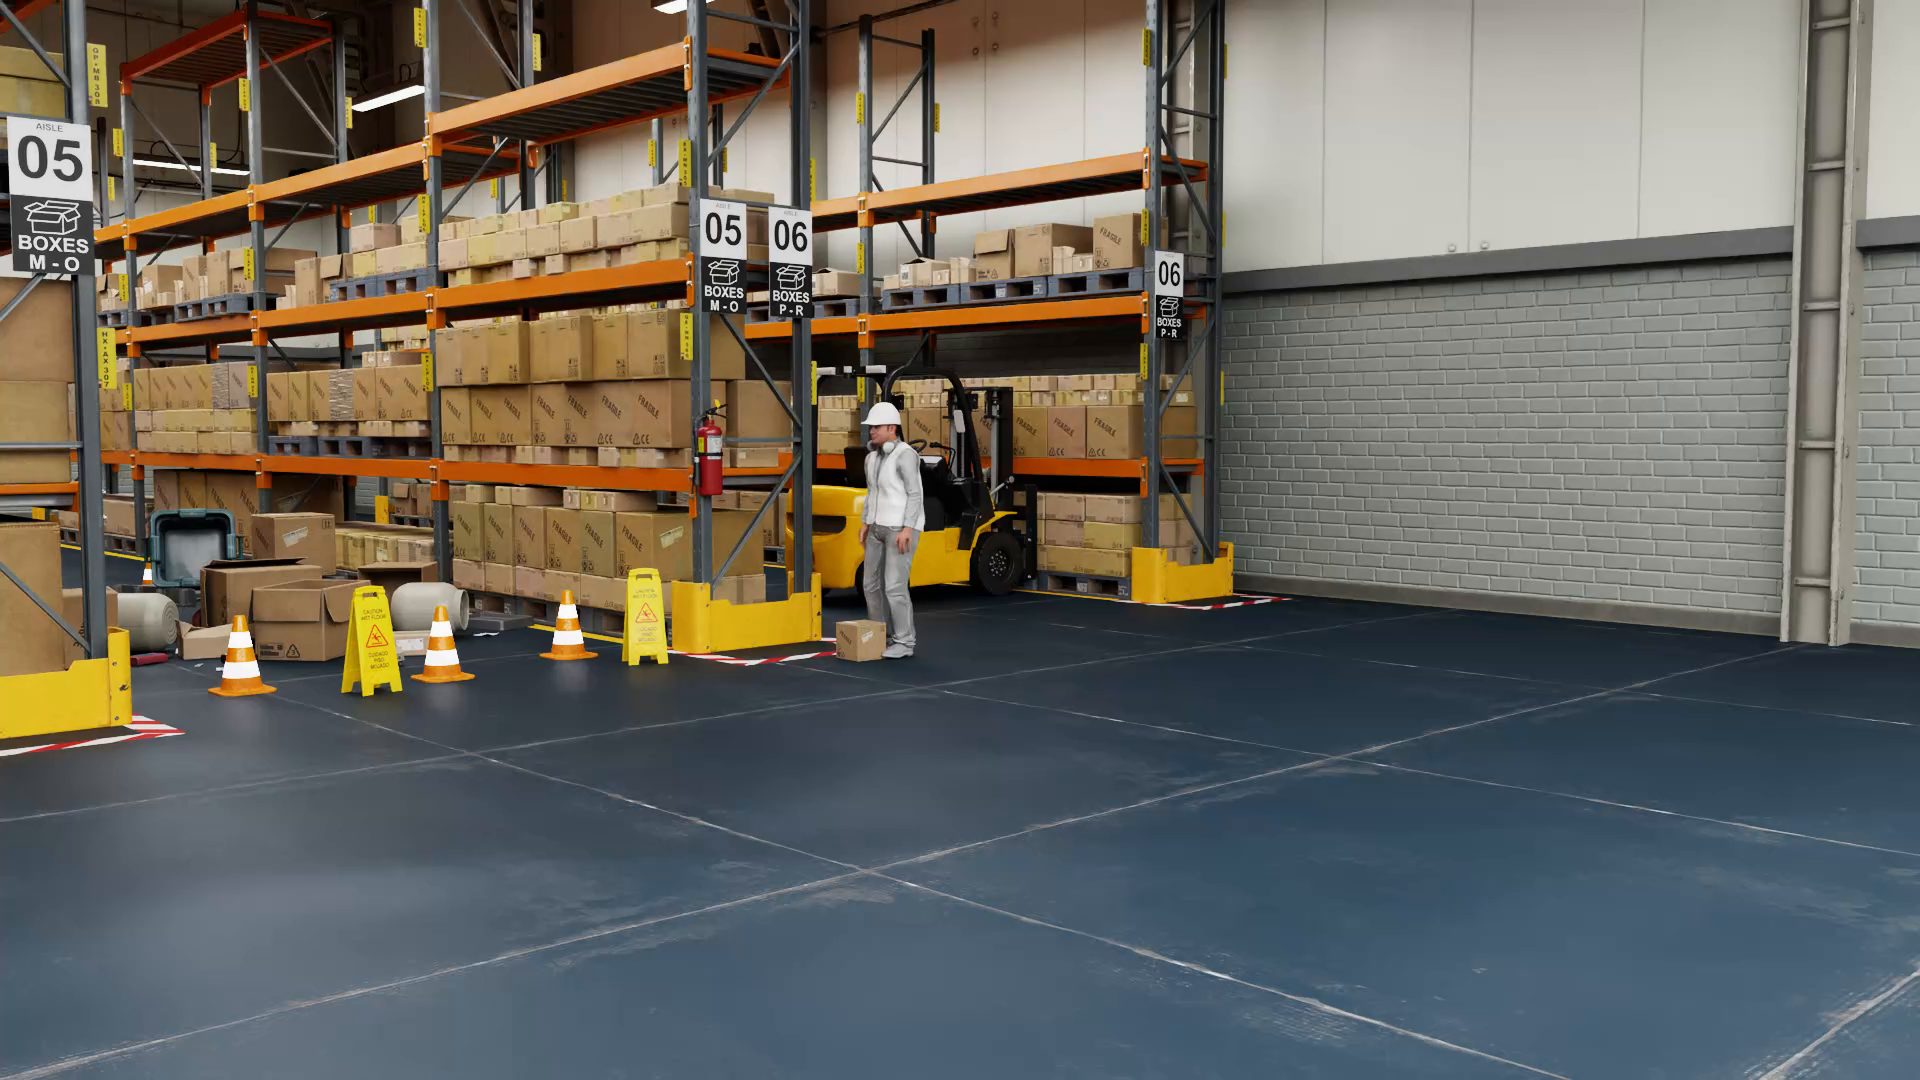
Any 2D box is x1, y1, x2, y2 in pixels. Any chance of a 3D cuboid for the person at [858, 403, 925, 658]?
[{"bbox_3d":[-0.494,-0.074,11.657,0.460,1.772,0.581,-3,5,-38],"label":"person"}]
